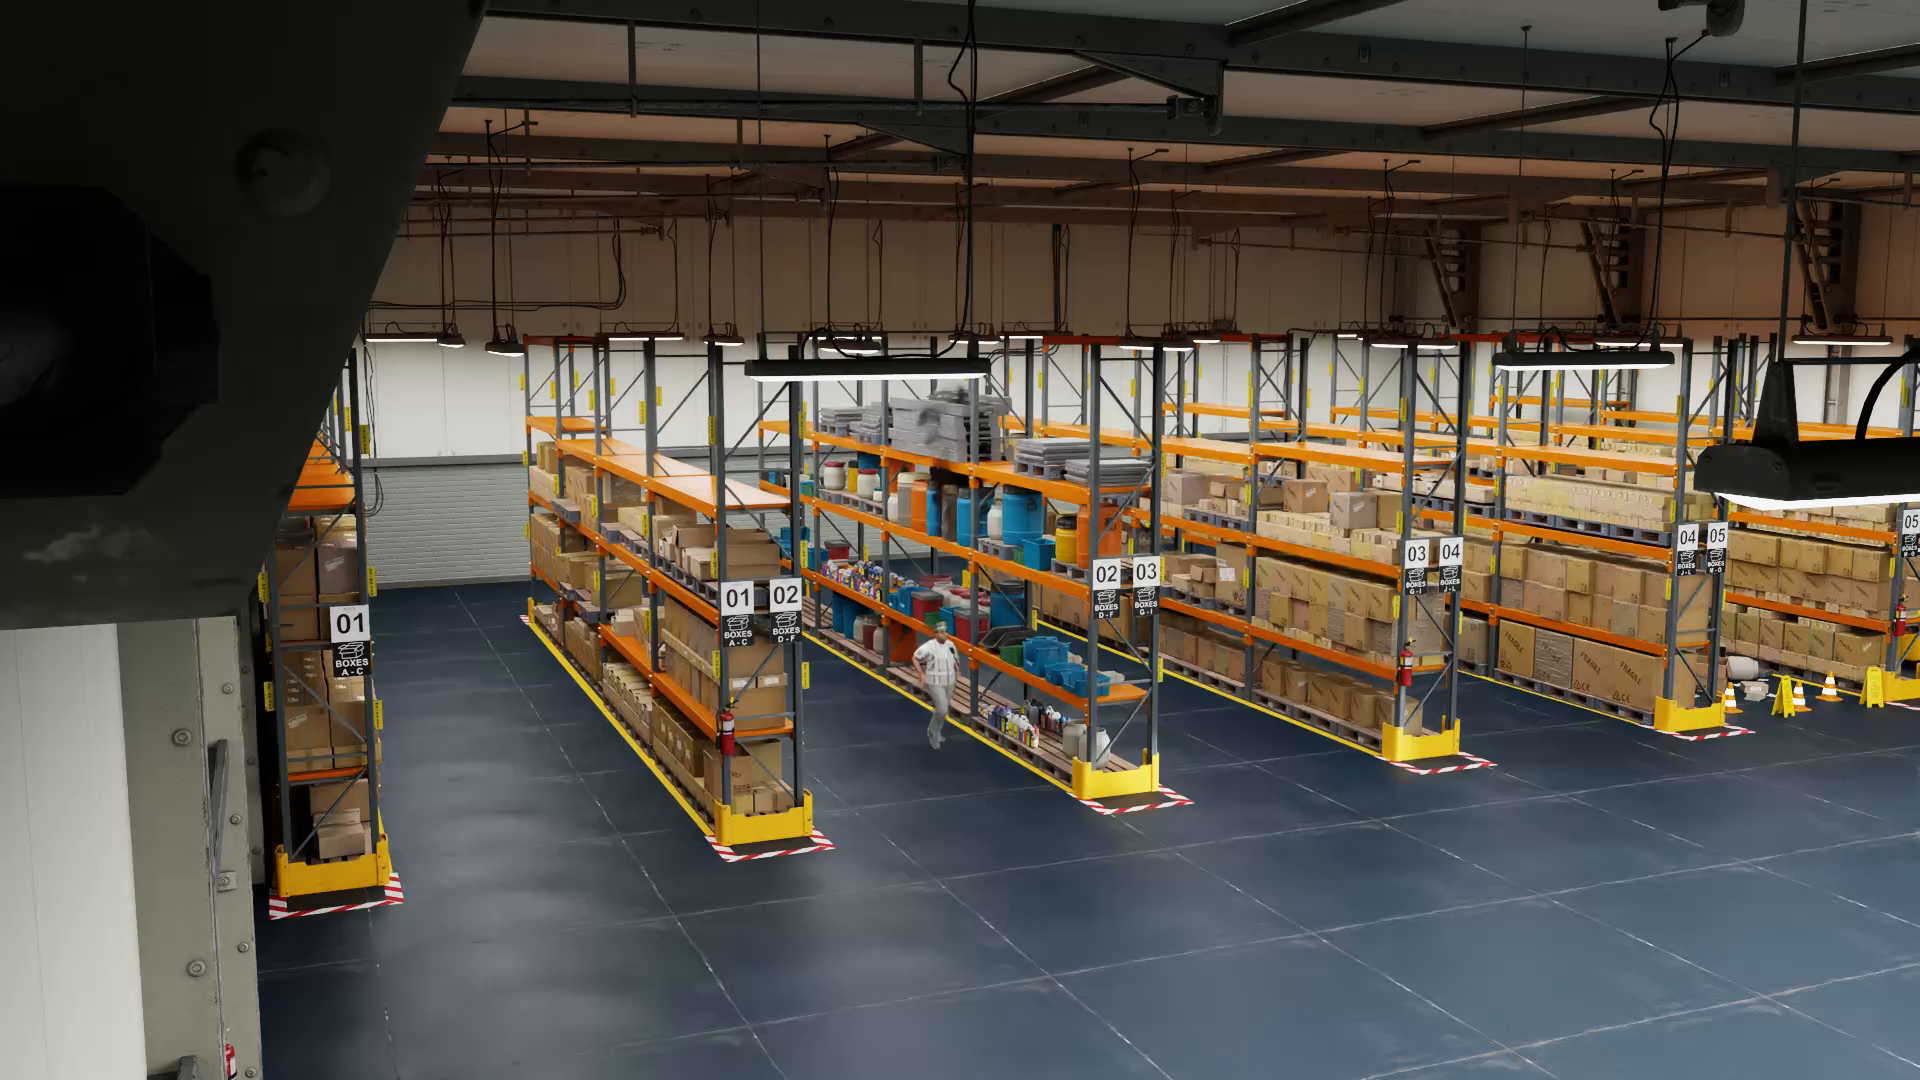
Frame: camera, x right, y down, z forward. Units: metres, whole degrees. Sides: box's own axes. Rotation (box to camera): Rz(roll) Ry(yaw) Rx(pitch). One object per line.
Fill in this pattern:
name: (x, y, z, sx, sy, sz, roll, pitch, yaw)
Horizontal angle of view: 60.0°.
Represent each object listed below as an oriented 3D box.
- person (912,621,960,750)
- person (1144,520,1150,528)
person: (-0.255, 2.063, 23.579, 0.641, 1.842, 0.677, -6, 10, -38)
person: (4.832, -0.085, 41.591, 0.896, 1.748, 0.739, -5, 9, -33)
